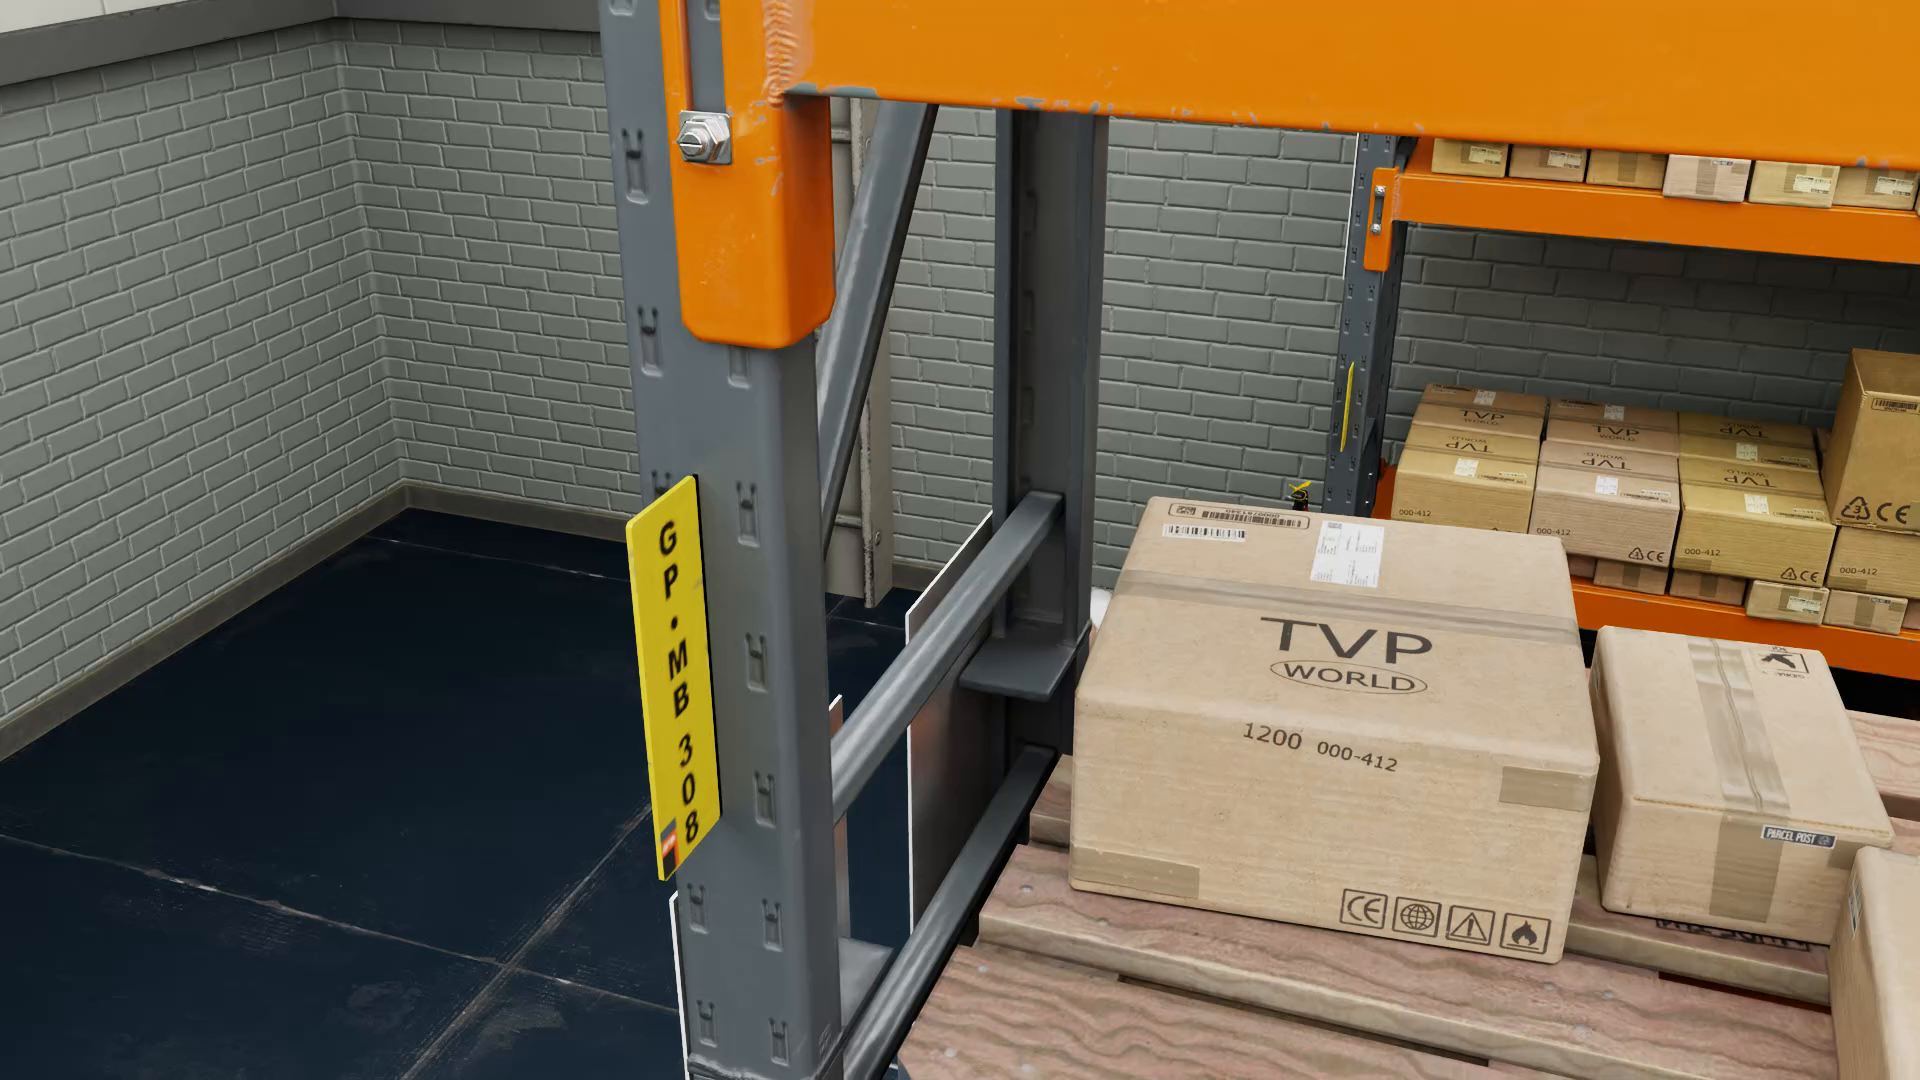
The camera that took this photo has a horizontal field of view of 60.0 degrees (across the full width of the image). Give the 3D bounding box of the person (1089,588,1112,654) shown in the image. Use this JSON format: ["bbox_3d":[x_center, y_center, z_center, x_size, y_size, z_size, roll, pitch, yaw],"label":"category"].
[{"bbox_3d":[0.507,0.629,7.218,0.581,0.996,0.958,5,26,11],"label":"person"}]
